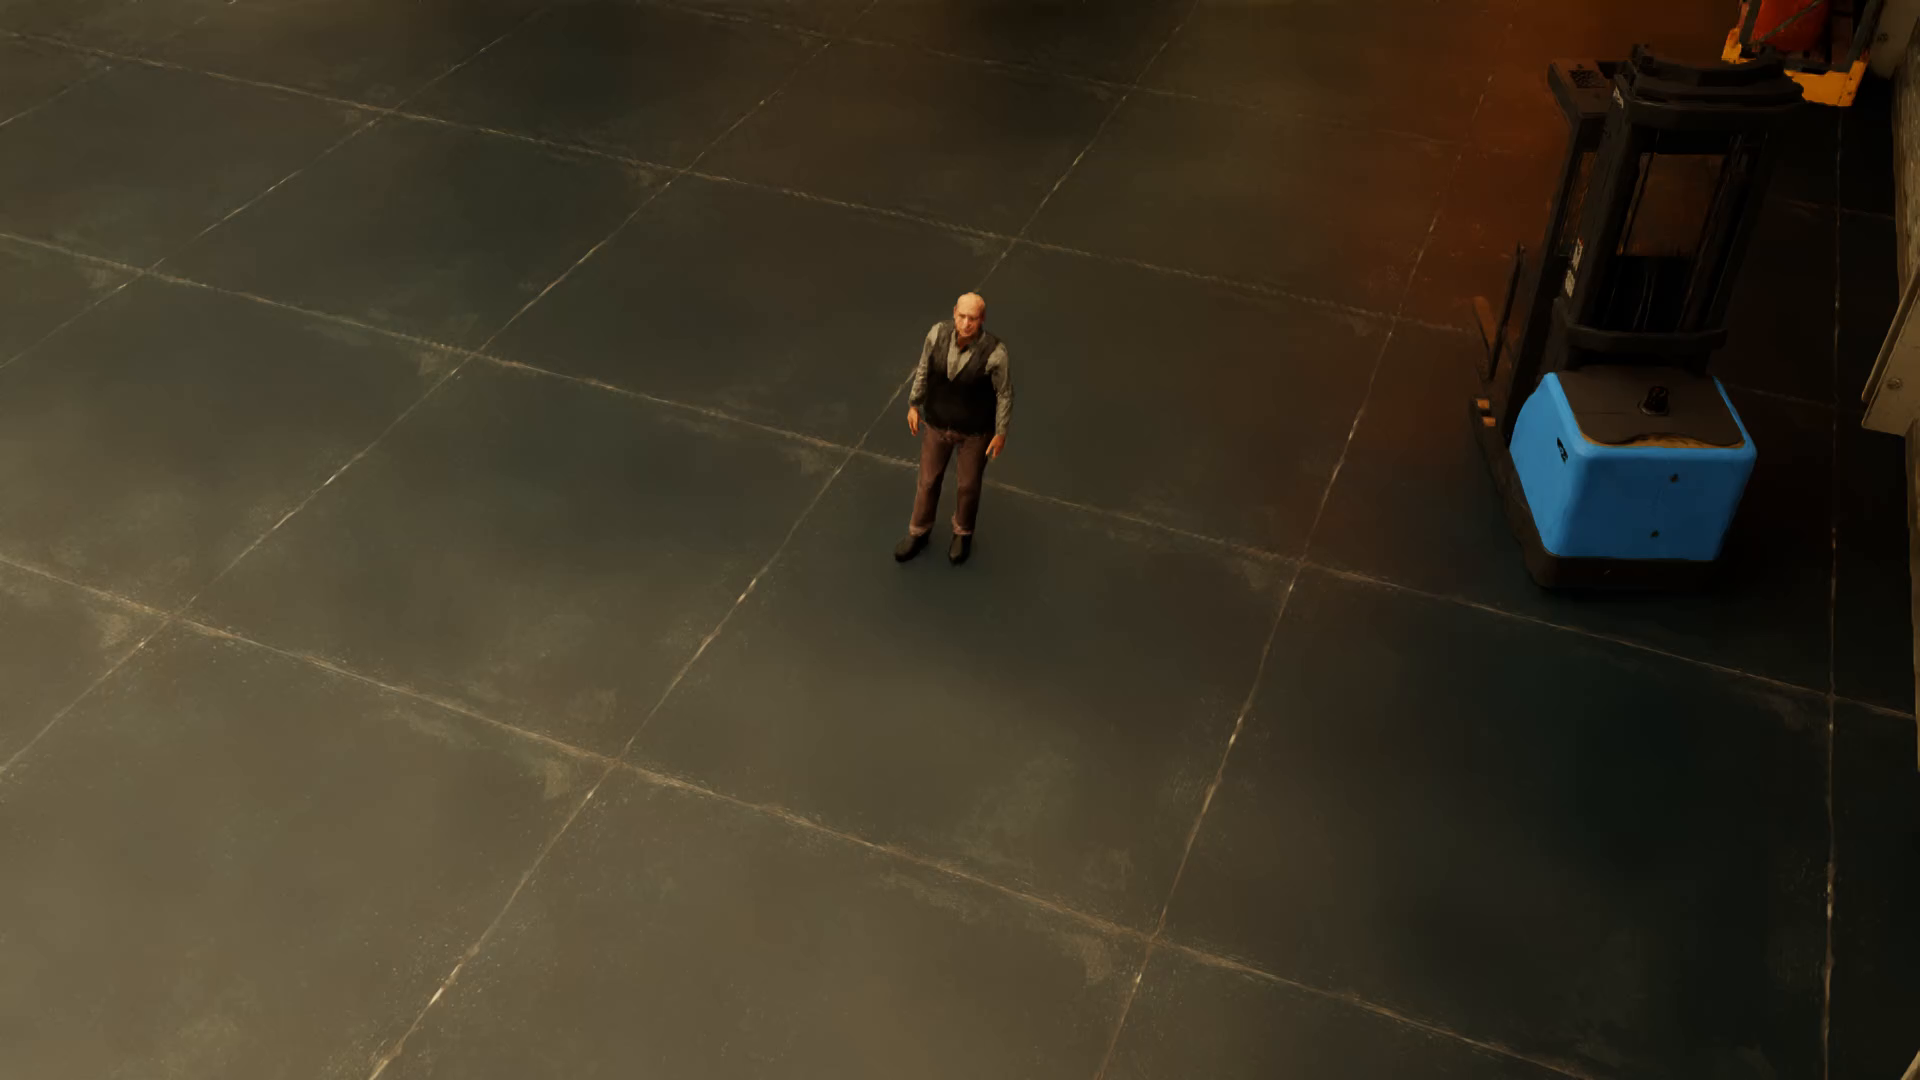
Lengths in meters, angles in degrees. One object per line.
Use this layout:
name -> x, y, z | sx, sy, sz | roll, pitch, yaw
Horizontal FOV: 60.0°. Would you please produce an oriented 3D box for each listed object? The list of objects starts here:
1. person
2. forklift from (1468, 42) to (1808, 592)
person -> -0.031, -0.631, 9.691 | 0.632, 1.720, 0.567 | 15, 42, 17
forklift -> 3.995, -1.742, 10.088 | 1.130, 2.935, 3.031 | 2, 40, 2
